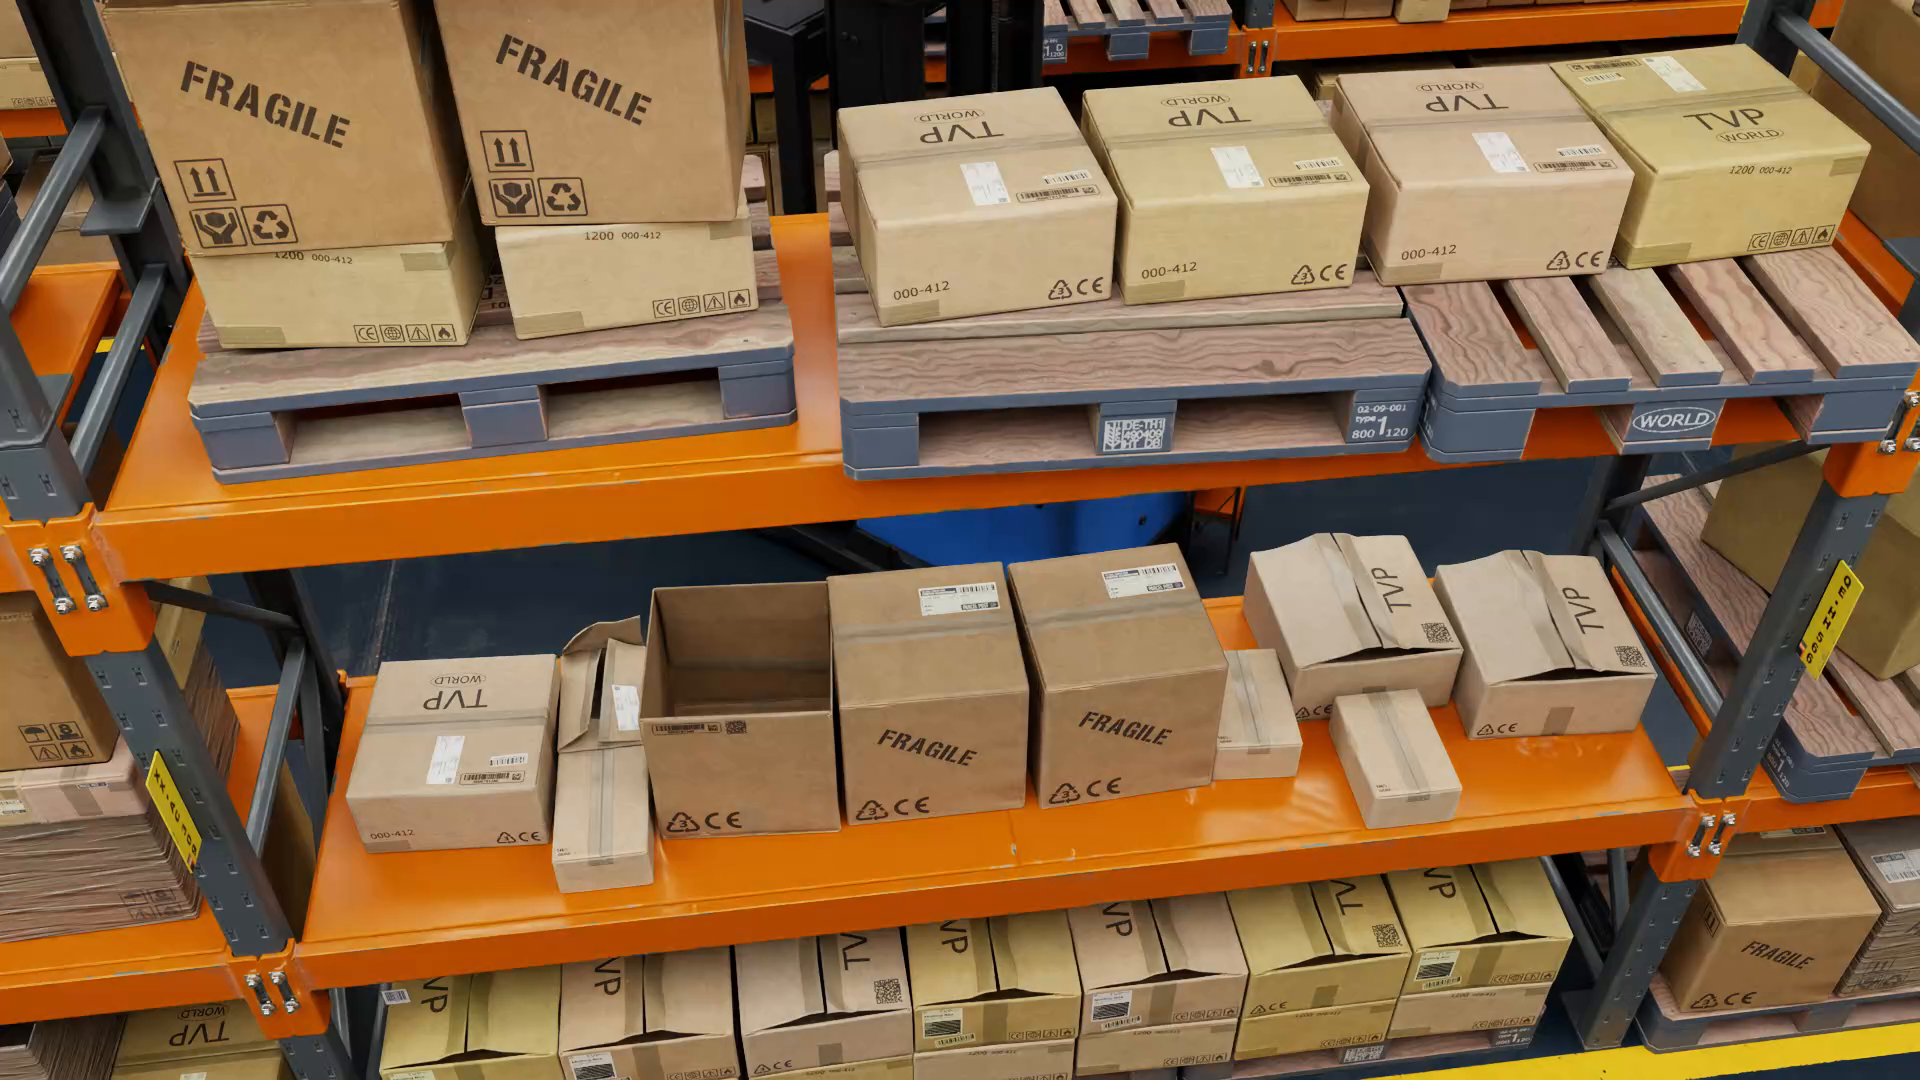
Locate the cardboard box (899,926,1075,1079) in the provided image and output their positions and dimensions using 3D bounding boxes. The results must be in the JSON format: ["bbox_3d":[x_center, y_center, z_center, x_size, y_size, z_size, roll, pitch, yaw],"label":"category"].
[{"bbox_3d":[0.077,1.471,5.334,0.500,0.250,0.500,-4,42,-5],"label":"cardboard box"}]

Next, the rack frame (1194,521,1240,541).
[{"bbox_3d":[1.152,-0.410,7.136,0.200,1.050,0.008,12,43,13],"label":"rack frame"}]

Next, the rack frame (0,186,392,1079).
[{"bbox_3d":[-1.879,0.611,4.549,0.127,3.000,1.000,-5,42,-6],"label":"rack frame"}]

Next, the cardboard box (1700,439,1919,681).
[{"bbox_3d":[2.697,-0.059,4.903,0.500,0.500,0.700,-19,45,-20],"label":"cardboard box"}]

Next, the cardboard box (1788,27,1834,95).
[{"bbox_3d":[4.779,-2.589,9.387,0.750,0.750,0.750,-5,42,-5],"label":"cardboard box"}]

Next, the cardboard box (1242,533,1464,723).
[{"bbox_3d":[1.175,0.245,5.020,0.500,0.311,0.500,-5,42,-6],"label":"cardboard box"}]

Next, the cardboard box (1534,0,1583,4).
[{"bbox_3d":[3.070,-2.946,8.664,0.250,0.149,0.380,-4,42,-5],"label":"cardboard box"}]

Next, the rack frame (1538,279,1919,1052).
[{"bbox_3d":[2.087,0.263,4.934,0.127,3.000,1.000,-5,42,-6],"label":"rack frame"}]

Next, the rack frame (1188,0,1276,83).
[{"bbox_3d":[1.441,-3.026,8.581,0.127,3.000,1.000,-5,42,-6],"label":"rack frame"}]

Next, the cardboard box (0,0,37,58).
[{"bbox_3d":[-4.464,-2.533,7.572,0.500,0.500,0.500,-4,42,-4],"label":"cardboard box"}]

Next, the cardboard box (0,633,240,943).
[{"bbox_3d":[-2.319,0.616,4.468,0.500,0.500,0.700,-6,42,-7],"label":"cardboard box"}]

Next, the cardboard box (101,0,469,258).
[{"bbox_3d":[-1.263,-0.909,3.233,0.500,0.500,0.500,-5,42,-5],"label":"cardboard box"}]

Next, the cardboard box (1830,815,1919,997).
[{"bbox_3d":[3.094,1.129,5.512,0.500,0.500,0.500,-6,42,-7],"label":"cardboard box"}]

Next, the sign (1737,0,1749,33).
[{"bbox_3d":[2.018,-1.403,4.156,0.005,0.325,0.100,-5,42,-6],"label":"sign"}]

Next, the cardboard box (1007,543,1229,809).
[{"bbox_3d":[0.425,0.383,4.727,0.500,0.500,0.500,-7,43,-8],"label":"cardboard box"}]

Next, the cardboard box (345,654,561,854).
[{"bbox_3d":[-1.397,0.594,4.679,0.500,0.250,0.500,-3,42,-3],"label":"cardboard box"}]

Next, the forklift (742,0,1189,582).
[{"bbox_3d":[-0.496,-1.370,6.796,3.031,2.935,1.130,27,48,26],"label":"forklift"}]

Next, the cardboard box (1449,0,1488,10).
[{"bbox_3d":[2.556,-2.902,8.616,0.250,0.149,0.380,-5,42,-6],"label":"cardboard box"}]

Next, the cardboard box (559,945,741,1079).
[{"bbox_3d":[-0.940,1.357,5.042,0.500,0.311,0.500,-5,42,-6],"label":"cardboard box"}]

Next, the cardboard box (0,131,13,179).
[{"bbox_3d":[-2.413,-0.880,3.469,0.500,0.500,0.500,-2,42,-2],"label":"cardboard box"}]

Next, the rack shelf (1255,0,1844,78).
[{"bbox_3d":[3.424,-2.933,9.014,4.000,0.370,1.077,-5,42,-6],"label":"rack shelf"}]

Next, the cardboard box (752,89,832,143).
[{"bbox_3d":[-0.846,-2.356,8.815,0.500,0.250,0.500,-6,42,-7],"label":"cardboard box"}]

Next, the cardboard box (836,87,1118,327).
[{"bbox_3d":[0.024,-0.729,3.593,0.500,0.250,0.500,-8,43,-9],"label":"cardboard box"}]

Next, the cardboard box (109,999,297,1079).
[{"bbox_3d":[-2.311,1.661,5.124,0.500,0.250,0.500,-5,42,-6],"label":"cardboard box"}]

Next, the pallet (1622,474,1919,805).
[{"bbox_3d":[2.750,0.229,5.115,1.003,0.211,1.213,-5,42,-6],"label":"pallet"}]

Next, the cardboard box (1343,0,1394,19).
[{"bbox_3d":[2.048,-2.831,8.537,0.250,0.149,0.380,-4,42,-5],"label":"cardboard box"}]

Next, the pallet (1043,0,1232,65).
[{"bbox_3d":[0.748,-2.823,8.498,1.003,0.211,1.213,-5,42,-6],"label":"pallet"}]

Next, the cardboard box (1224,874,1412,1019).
[{"bbox_3d":[1.085,1.178,5.240,0.500,0.311,0.500,-6,42,-6],"label":"cardboard box"}]

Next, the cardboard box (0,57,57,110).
[{"bbox_3d":[-4.446,-2.252,7.820,0.500,0.250,0.500,-5,42,-5],"label":"cardboard box"}]

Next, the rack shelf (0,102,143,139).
[{"bbox_3d":[-4.509,-2.238,8.244,4.000,0.370,1.077,-5,42,-6],"label":"rack shelf"}]

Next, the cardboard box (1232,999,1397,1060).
[{"bbox_3d":[1.086,1.383,5.432,0.500,0.250,0.500,-5,42,-6],"label":"cardboard box"}]

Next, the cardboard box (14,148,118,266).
[{"bbox_3d":[-4.495,-1.647,8.590,0.500,0.500,0.700,-7,43,-8],"label":"cardboard box"}]

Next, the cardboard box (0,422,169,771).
[{"bbox_3d":[-2.319,0.134,4.033,0.500,0.500,0.700,-5,42,-5],"label":"cardboard box"}]

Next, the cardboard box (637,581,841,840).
[{"bbox_3d":[-0.593,0.472,4.628,0.500,0.500,0.500,-2,42,-2],"label":"cardboard box"}]

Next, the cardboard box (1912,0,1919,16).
[{"bbox_3d":[2.520,-1.293,3.598,0.500,0.500,0.500,-5,42,-6],"label":"cardboard box"}]

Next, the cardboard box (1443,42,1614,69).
[{"bbox_3d":[3.056,-2.433,9.214,0.750,0.750,0.750,-5,42,-6],"label":"cardboard box"}]

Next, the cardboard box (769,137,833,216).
[{"bbox_3d":[-0.781,-2.085,9.075,0.500,0.500,0.700,-5,42,-5],"label":"cardboard box"}]

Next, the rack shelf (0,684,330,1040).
[{"bbox_3d":[-3.863,1.051,4.597,4.000,0.370,1.077,-5,42,-6],"label":"rack shelf"}]

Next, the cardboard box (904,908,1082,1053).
[{"bbox_3d":[0.087,1.263,5.147,0.500,0.311,0.500,-4,42,-4],"label":"cardboard box"}]

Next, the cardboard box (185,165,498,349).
[{"bbox_3d":[-1.267,-0.651,3.506,0.500,0.250,0.500,-1,42,-1],"label":"cardboard box"}]

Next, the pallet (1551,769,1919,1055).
[{"bbox_3d":[2.832,1.259,5.912,1.213,0.211,1.003,-5,42,-6],"label":"pallet"}]

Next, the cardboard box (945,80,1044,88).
[{"bbox_3d":[0.160,-2.435,8.903,0.500,0.250,0.500,-4,42,-5],"label":"cardboard box"}]

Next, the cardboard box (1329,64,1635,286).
[{"bbox_3d":[1.127,-0.817,3.690,0.500,0.250,0.500,-4,42,-4],"label":"cardboard box"}]

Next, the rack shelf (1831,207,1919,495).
[{"bbox_3d":[4.070,-0.757,4.363,4.000,0.370,1.077,-5,42,-6],"label":"rack shelf"}]

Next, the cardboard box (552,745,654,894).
[{"bbox_3d":[-0.974,0.763,4.568,0.250,0.149,0.380,-5,42,-6],"label":"cardboard box"}]

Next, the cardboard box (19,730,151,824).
[{"bbox_3d":[-2.121,0.498,4.114,0.250,0.149,0.380,-5,42,-6],"label":"cardboard box"}]

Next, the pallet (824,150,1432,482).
[{"bbox_3d":[0.317,-0.563,3.751,1.213,0.211,1.003,-3,42,-4],"label":"pallet"}]

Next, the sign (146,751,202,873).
[{"bbox_3d":[-1.806,0.628,3.824,0.005,0.325,0.100,-5,42,-6],"label":"sign"}]

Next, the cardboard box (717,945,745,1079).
[{"bbox_3d":[-0.940,1.562,5.234,0.500,0.250,0.500,-4,42,-4],"label":"cardboard box"}]

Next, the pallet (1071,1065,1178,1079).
[{"bbox_3d":[0.058,1.448,5.702,1.213,0.211,1.003,-5,42,-6],"label":"pallet"}]

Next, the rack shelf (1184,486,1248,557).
[{"bbox_3d":[1.115,-0.118,7.243,0.215,0.259,0.240,12,43,13],"label":"rack shelf"}]

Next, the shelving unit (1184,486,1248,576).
[{"bbox_3d":[1.115,-0.332,7.050,0.215,1.050,0.252,12,43,13],"label":"shelving unit"}]

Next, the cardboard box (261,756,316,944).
[{"bbox_3d":[-2.380,1.029,5.264,0.500,0.500,0.500,-5,42,-6],"label":"cardboard box"}]

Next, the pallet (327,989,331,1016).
[{"bbox_3d":[-2.673,1.687,5.437,1.213,0.211,1.003,-5,42,-6],"label":"pallet"}]
